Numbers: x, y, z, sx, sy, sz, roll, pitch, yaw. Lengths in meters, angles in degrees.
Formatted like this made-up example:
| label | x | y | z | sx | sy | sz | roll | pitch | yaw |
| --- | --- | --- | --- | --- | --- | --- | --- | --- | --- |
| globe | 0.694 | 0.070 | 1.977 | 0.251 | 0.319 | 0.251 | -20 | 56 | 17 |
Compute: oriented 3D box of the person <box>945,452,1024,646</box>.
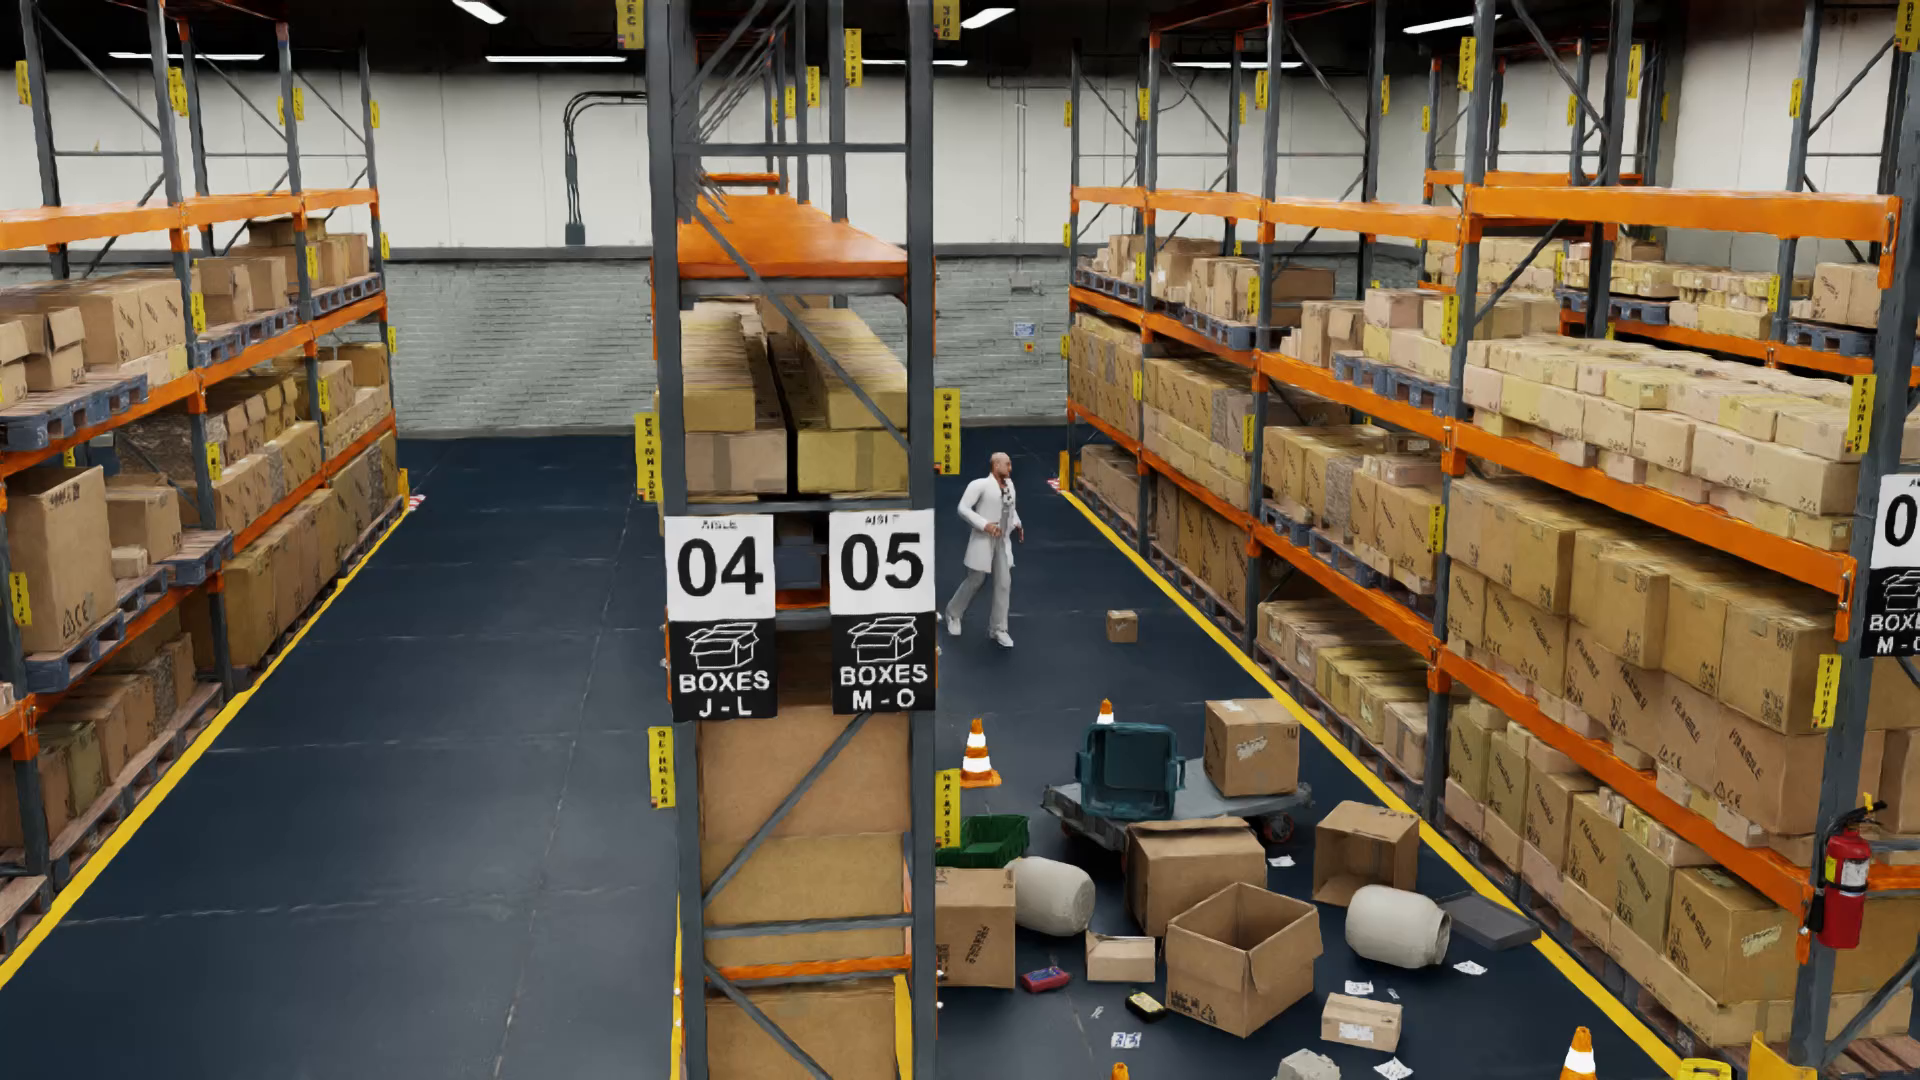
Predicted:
| label | x | y | z | sx | sy | sz | roll | pitch | yaw |
| --- | --- | --- | --- | --- | --- | --- | --- | --- | --- |
| person | 0.314 | 0.048 | 15.757 | 0.769 | 1.768 | 0.894 | -11 | 17 | -39 |
